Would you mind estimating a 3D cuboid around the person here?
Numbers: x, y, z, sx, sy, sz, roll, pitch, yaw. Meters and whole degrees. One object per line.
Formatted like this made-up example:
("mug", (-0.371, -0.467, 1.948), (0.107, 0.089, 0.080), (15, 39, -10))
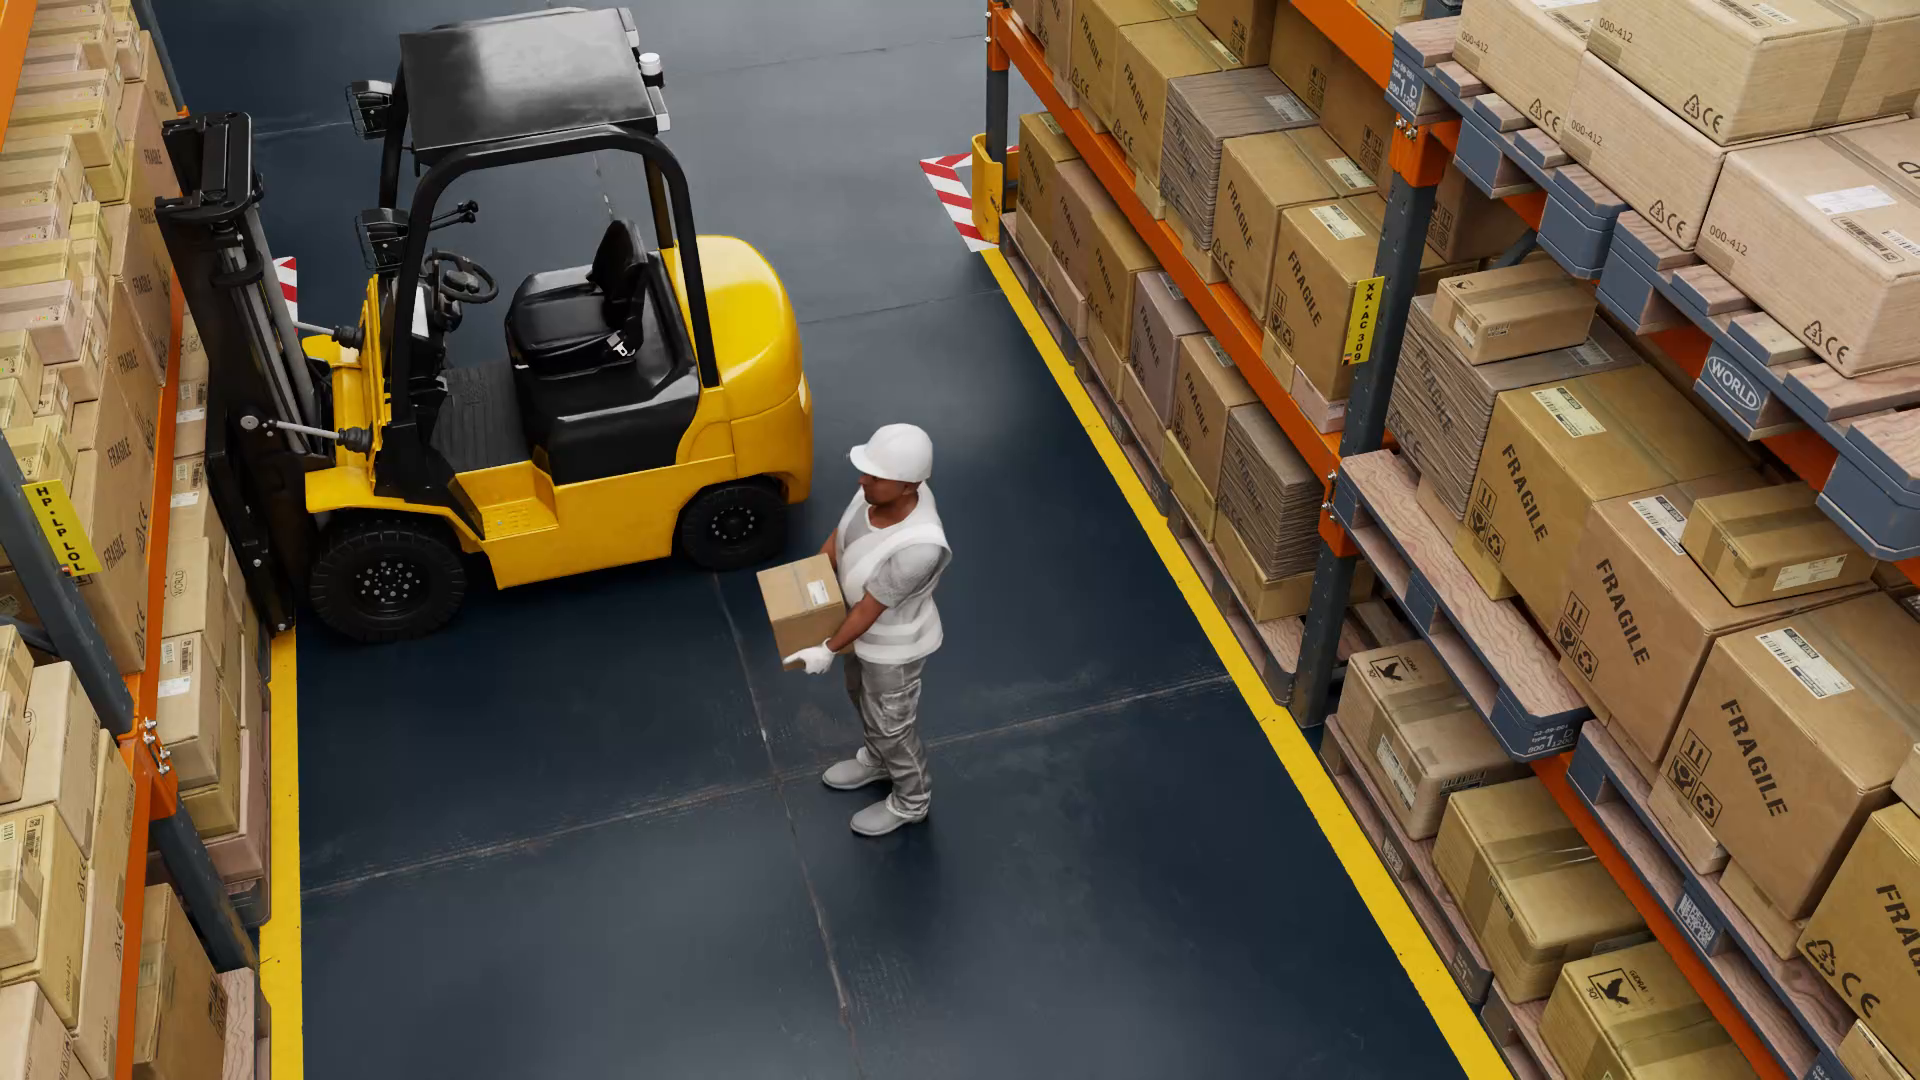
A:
("person", (-0.348, 0.338, 5.772), (0.583, 1.778, 0.488), (-11, 43, -12))
